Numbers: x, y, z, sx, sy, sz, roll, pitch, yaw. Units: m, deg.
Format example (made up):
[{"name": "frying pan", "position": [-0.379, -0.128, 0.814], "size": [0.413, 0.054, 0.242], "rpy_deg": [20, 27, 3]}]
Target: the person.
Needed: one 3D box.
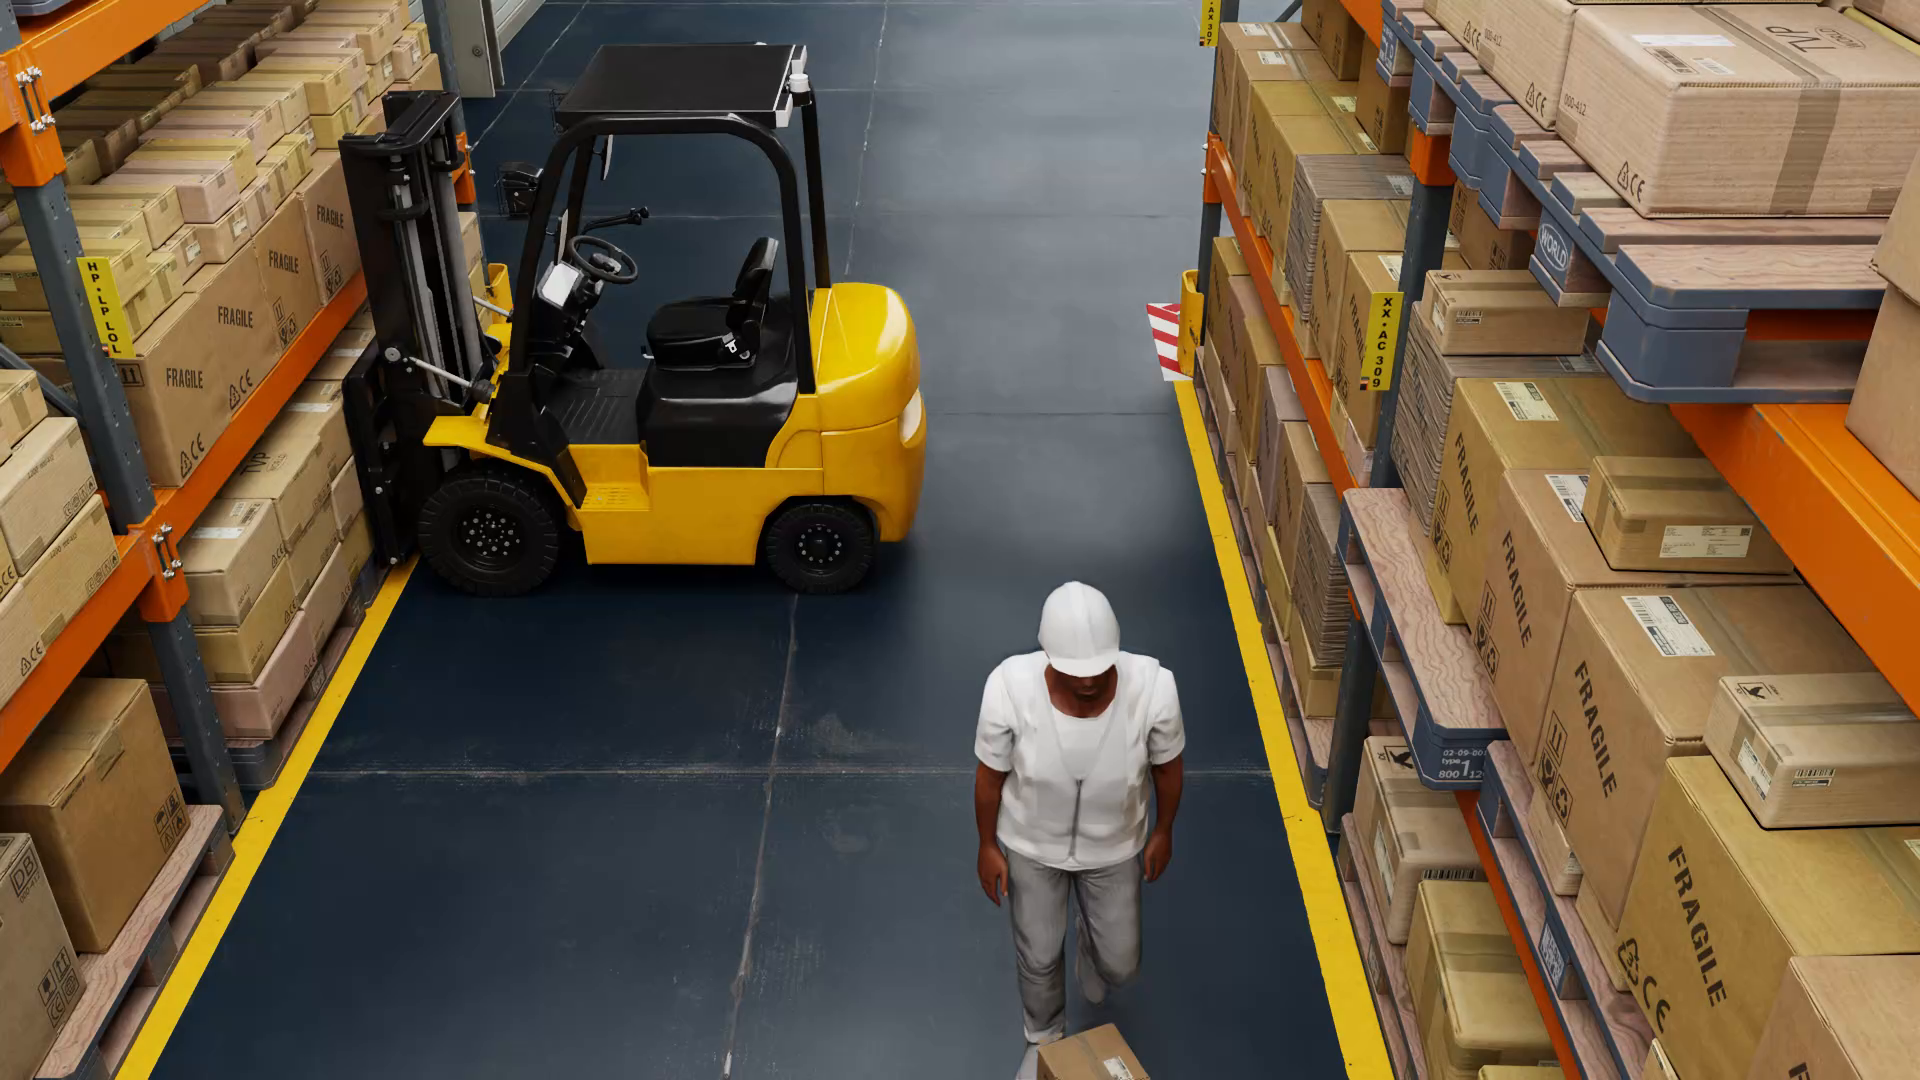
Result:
[{"name": "person", "position": [0.331, 0.812, 4.744], "size": [0.581, 1.755, 0.595], "rpy_deg": [1, 31, 2]}]
